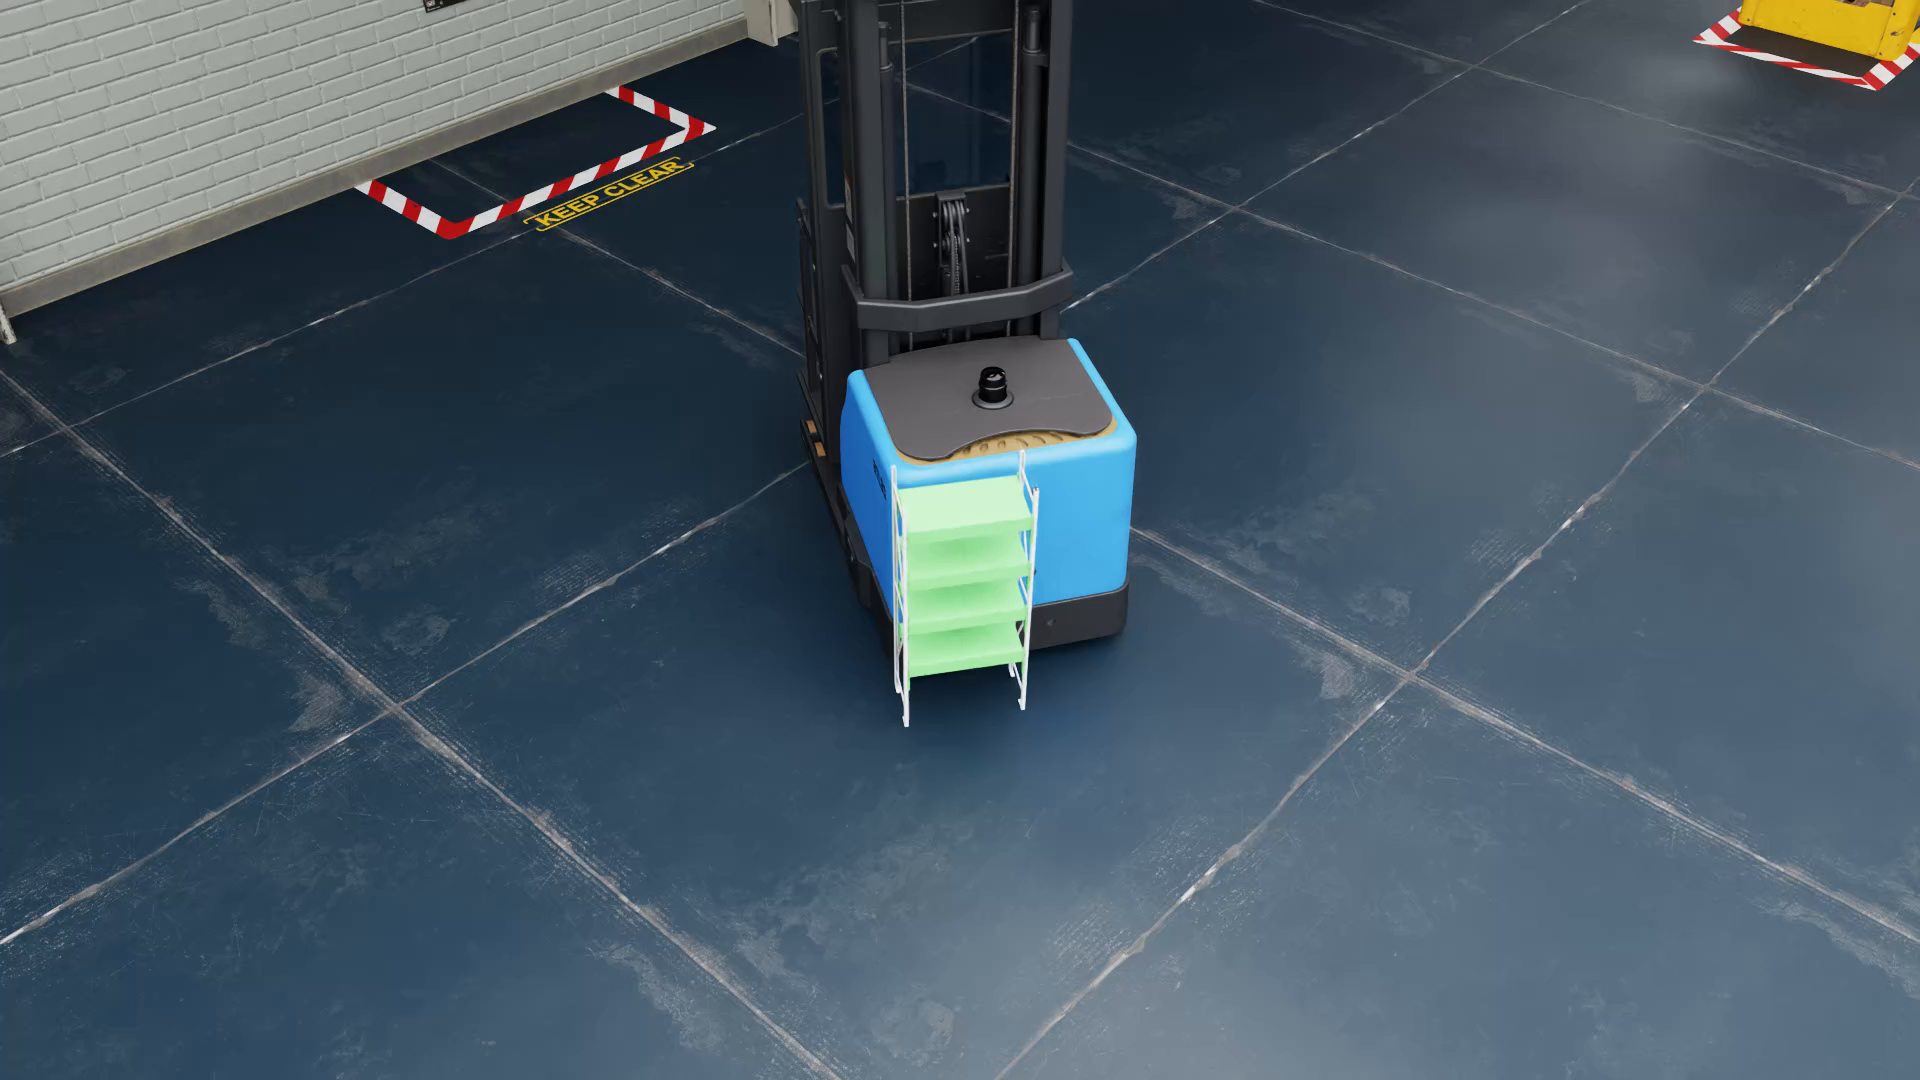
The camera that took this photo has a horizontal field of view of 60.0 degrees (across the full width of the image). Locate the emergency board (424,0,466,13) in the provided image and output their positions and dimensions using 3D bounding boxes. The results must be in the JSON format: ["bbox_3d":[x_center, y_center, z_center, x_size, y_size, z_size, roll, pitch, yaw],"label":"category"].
[{"bbox_3d":[-3.086,-3.883,10.223,0.157,1.169,0.626,30,47,32],"label":"emergency board"}]

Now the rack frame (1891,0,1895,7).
[{"bbox_3d":[6.502,-4.992,11.618,1.000,3.000,0.127,30,47,32],"label":"rack frame"}]

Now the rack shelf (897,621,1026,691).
[{"bbox_3d":[0.002,0.435,6.710,0.480,0.148,0.258,-7,44,-9],"label":"rack shelf"}]

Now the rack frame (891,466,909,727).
[{"bbox_3d":[-0.232,0.244,6.463,0.015,1.200,0.240,-7,44,-9],"label":"rack frame"}]

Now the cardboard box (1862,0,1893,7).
[{"bbox_3d":[7.028,-4.233,12.535,0.500,0.250,0.500,30,47,32],"label":"cardboard box"}]

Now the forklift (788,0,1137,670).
[{"bbox_3d":[-0.166,-1.521,7.308,1.130,2.935,3.031,-10,40,-12],"label":"forklift"}]

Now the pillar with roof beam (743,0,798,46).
[{"bbox_3d":[1.807,-5.539,7.485,9.100,9.000,0.400,30,47,32],"label":"pillar with roof beam"}]

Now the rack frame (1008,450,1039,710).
[{"bbox_3d":[0.246,0.183,6.540,0.015,1.200,0.240,-7,44,-9],"label":"rack frame"}]

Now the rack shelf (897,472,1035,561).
[{"bbox_3d":[0.014,-0.089,6.216,0.480,0.148,0.258,-7,44,-9],"label":"rack shelf"}]

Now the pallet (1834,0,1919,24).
[{"bbox_3d":[6.987,-4.269,12.949,1.003,0.211,1.213,30,47,32],"label":"pallet"}]

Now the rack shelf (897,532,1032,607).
[{"bbox_3d":[0.010,0.085,6.381,0.480,0.148,0.258,-7,44,-9],"label":"rack shelf"}]

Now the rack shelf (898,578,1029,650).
[{"bbox_3d":[0.006,0.260,6.545,0.480,0.148,0.258,-7,44,-9],"label":"rack shelf"}]

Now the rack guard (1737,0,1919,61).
[{"bbox_3d":[6.486,-4.002,12.382,1.175,0.500,0.348,30,47,32],"label":"rack guard"}]

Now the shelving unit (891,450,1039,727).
[{"bbox_3d":[0.007,0.213,6.501,0.503,1.200,0.258,-7,44,-9],"label":"shelving unit"}]
